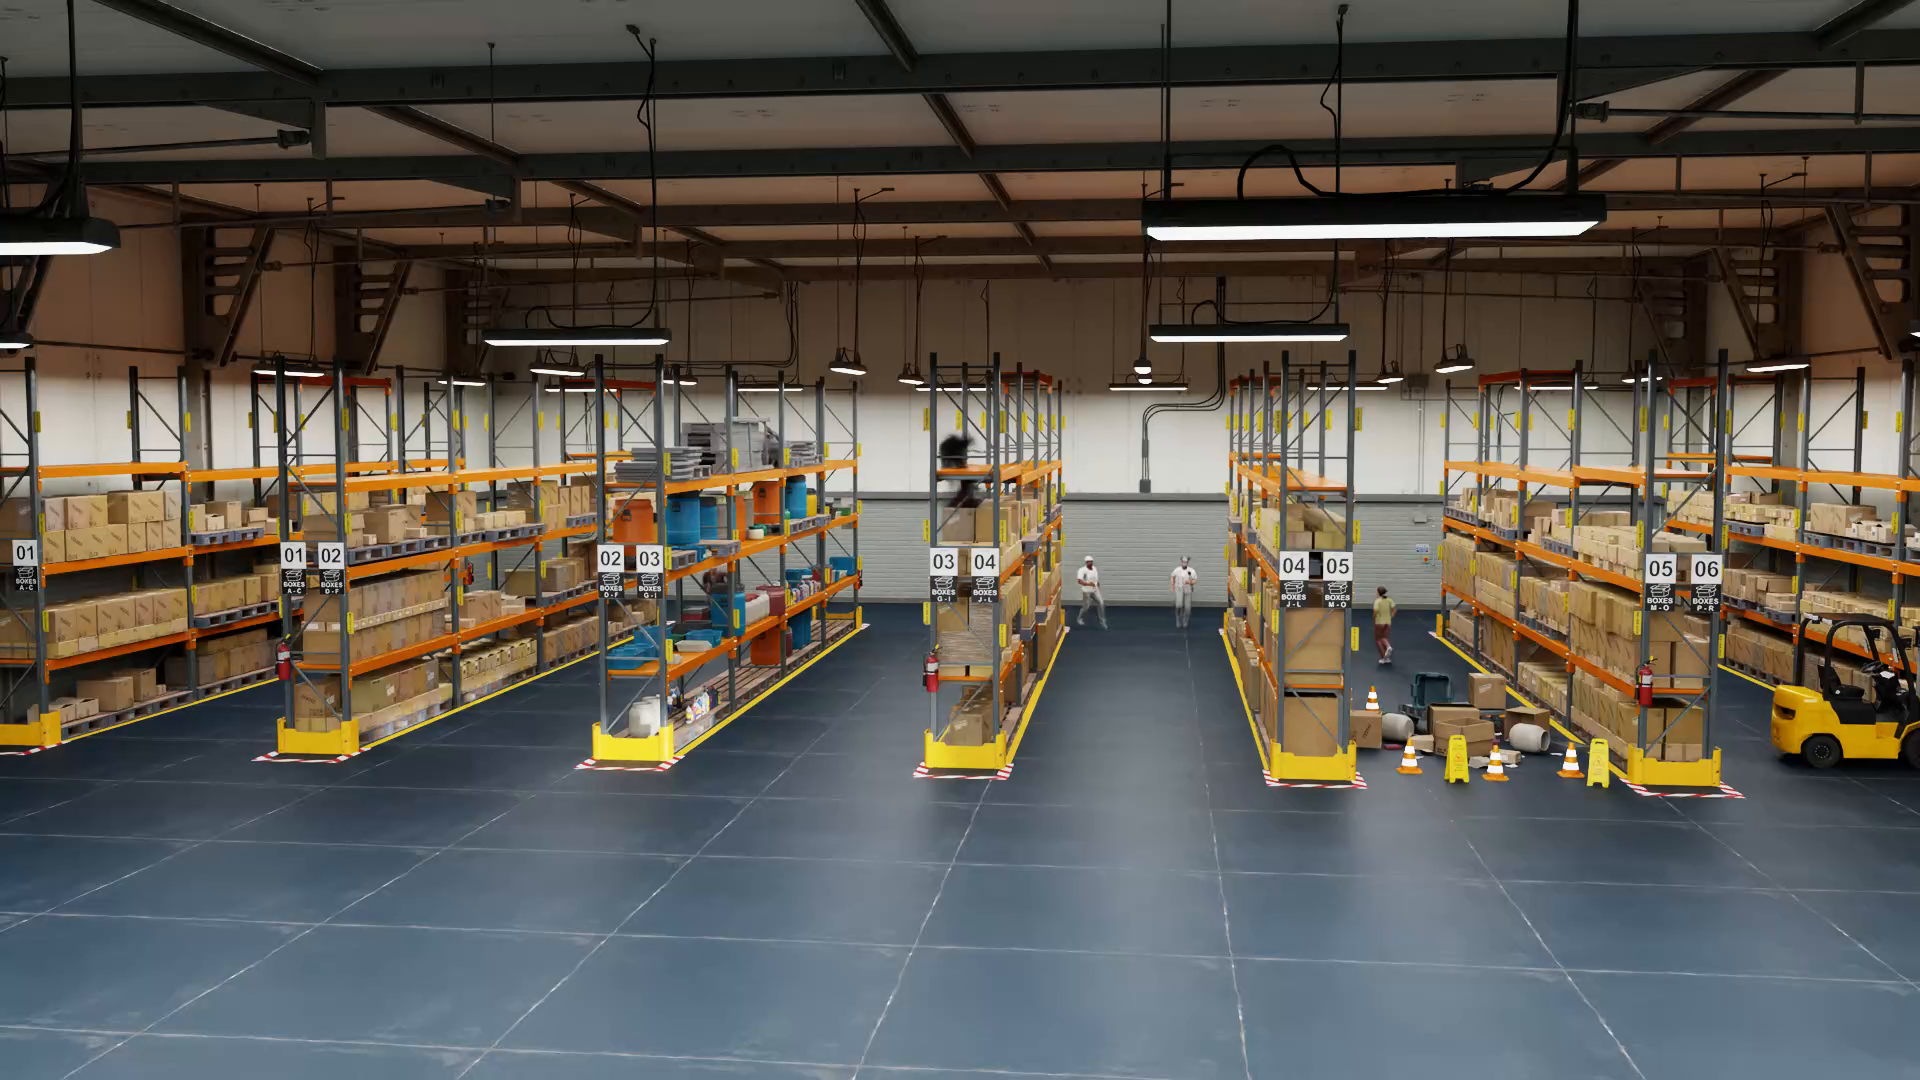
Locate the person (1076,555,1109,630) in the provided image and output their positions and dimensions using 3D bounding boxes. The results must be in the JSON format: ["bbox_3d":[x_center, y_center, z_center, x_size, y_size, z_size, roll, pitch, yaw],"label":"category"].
[{"bbox_3d":[3.160,1.270,40.419,0.706,1.798,0.864,-3,5,-36],"label":"person"}]

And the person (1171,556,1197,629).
[{"bbox_3d":[5.423,1.274,40.305,0.634,1.787,0.689,0,4,6],"label":"person"}]

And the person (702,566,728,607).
[{"bbox_3d":[-5.891,1.348,40.422,0.733,1.600,0.887,1,4,10],"label":"person"}]

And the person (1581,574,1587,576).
[{"bbox_3d":[13.772,1.589,36.553,0.588,1.663,0.930,-1,4,-16],"label":"person"}]

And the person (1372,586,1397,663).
[{"bbox_3d":[8.831,1.766,34.533,0.578,1.611,0.550,-1,4,-15],"label":"person"}]
